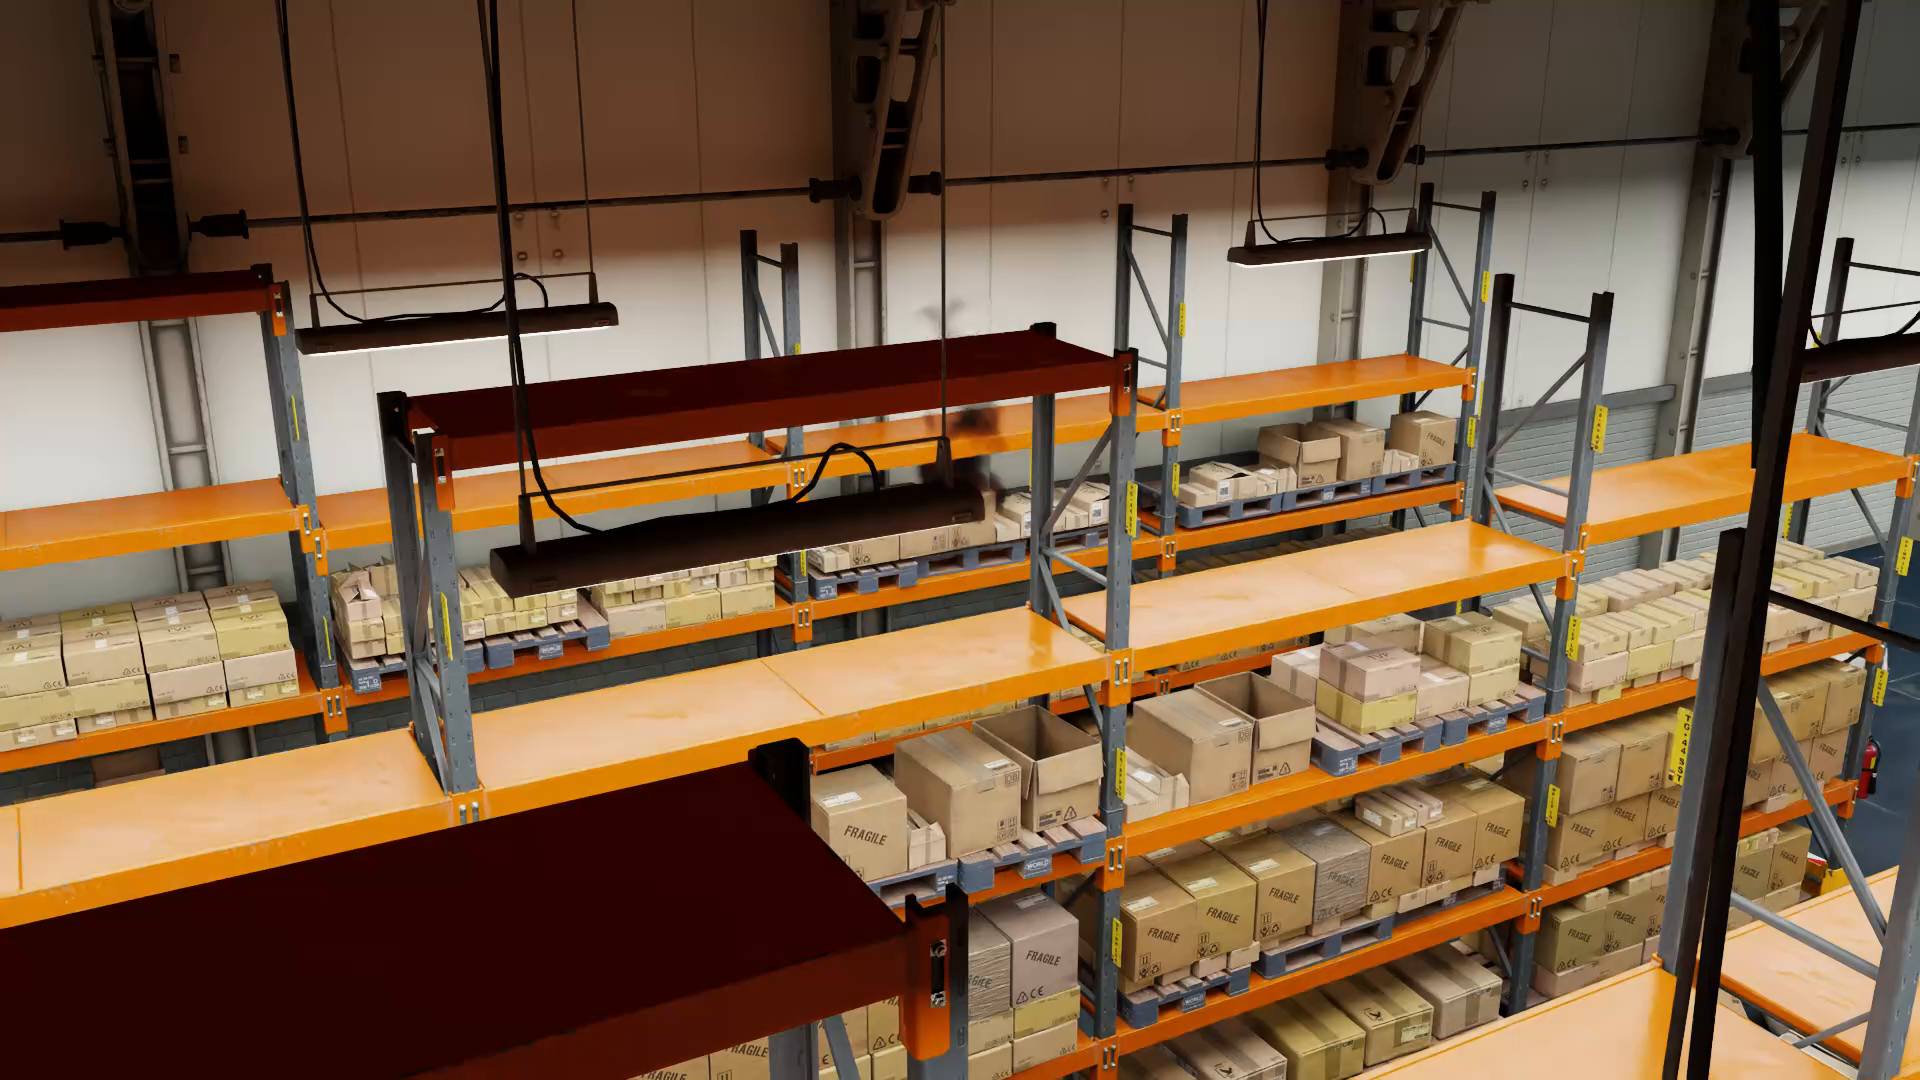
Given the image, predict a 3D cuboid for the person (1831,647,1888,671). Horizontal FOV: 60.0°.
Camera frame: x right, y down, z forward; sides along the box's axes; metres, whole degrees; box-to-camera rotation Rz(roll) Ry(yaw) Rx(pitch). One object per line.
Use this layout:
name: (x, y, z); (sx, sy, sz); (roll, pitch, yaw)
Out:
person: (9.481, 1.640, 17.962); (1.071, 1.733, 0.752); (-13, 22, -35)
